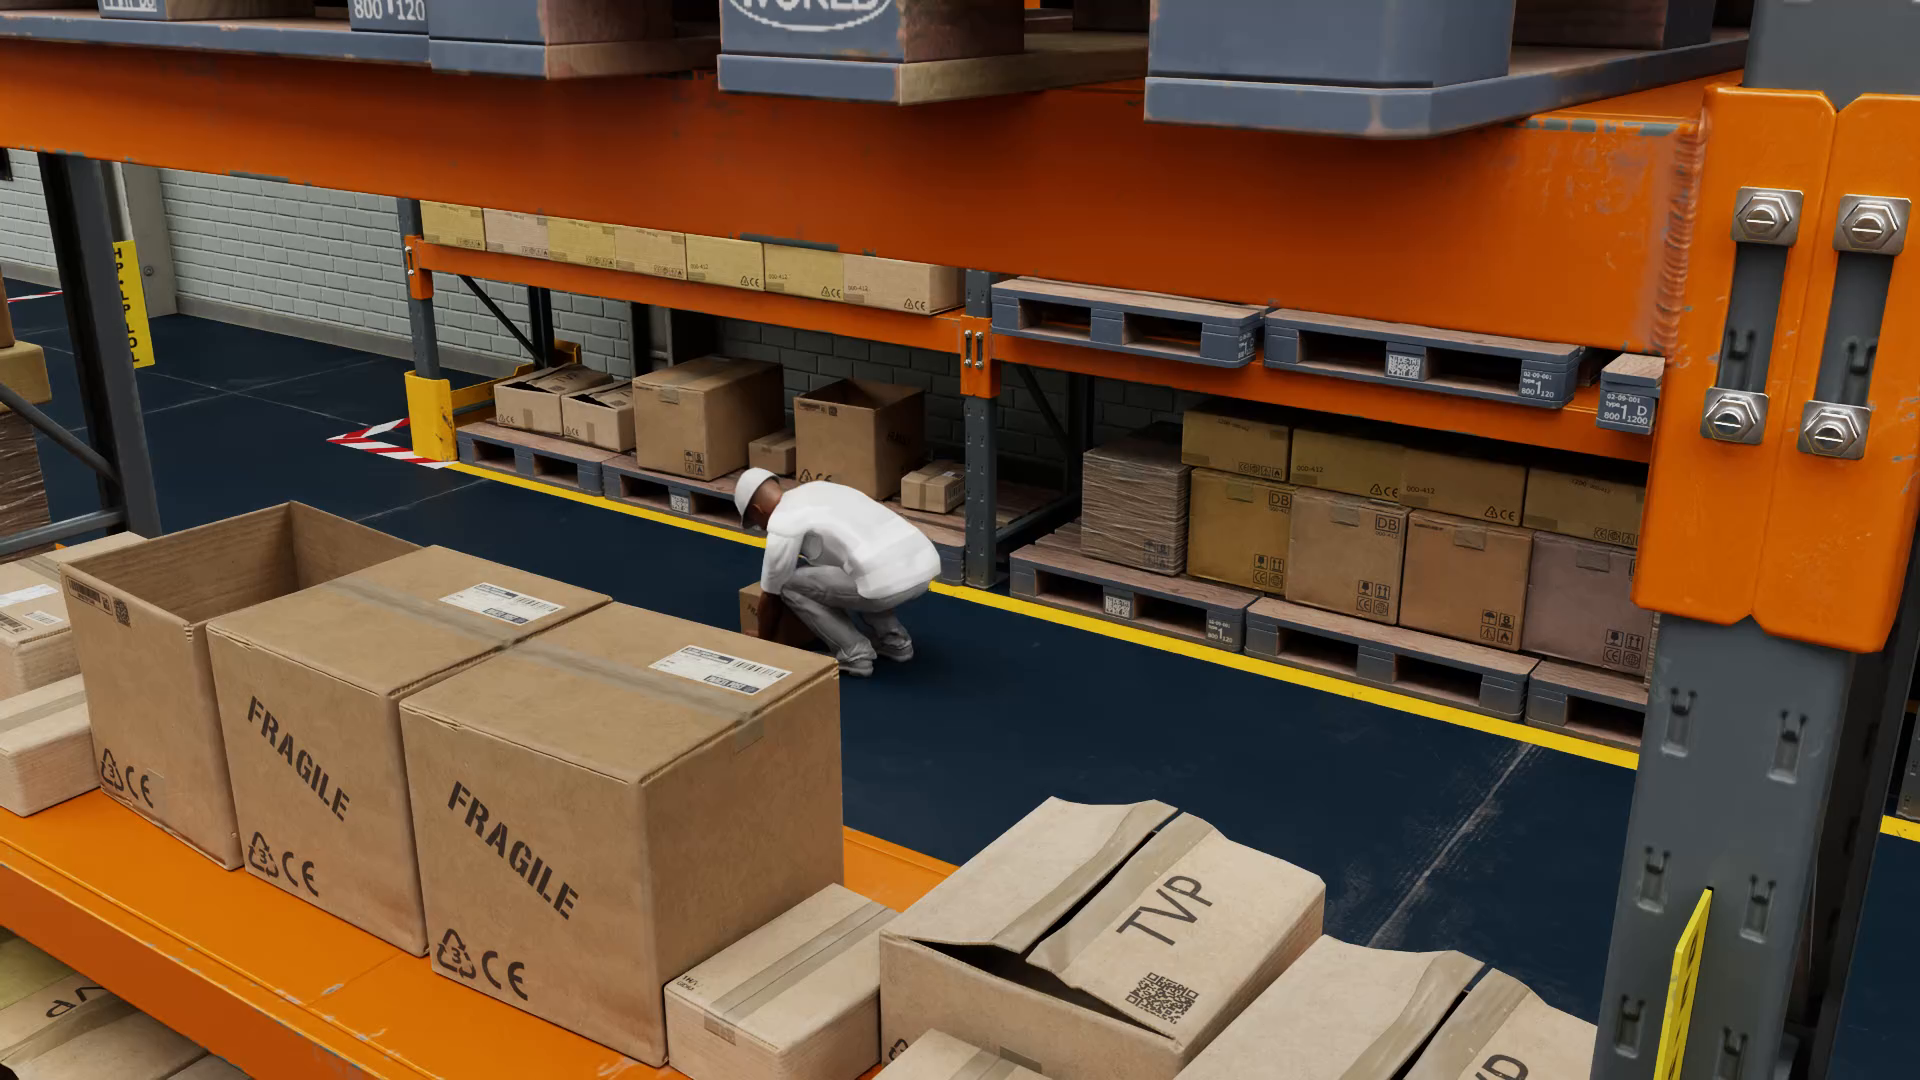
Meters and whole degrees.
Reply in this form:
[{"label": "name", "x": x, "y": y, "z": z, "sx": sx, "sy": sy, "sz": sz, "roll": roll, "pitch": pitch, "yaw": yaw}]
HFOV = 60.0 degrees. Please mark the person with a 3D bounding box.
[{"label": "person", "x": -0.557, "y": 0.166, "z": 7.116, "sx": 0.938, "sy": 0.877, "sz": 0.540, "roll": 12, "pitch": 23, "yaw": 31}]
